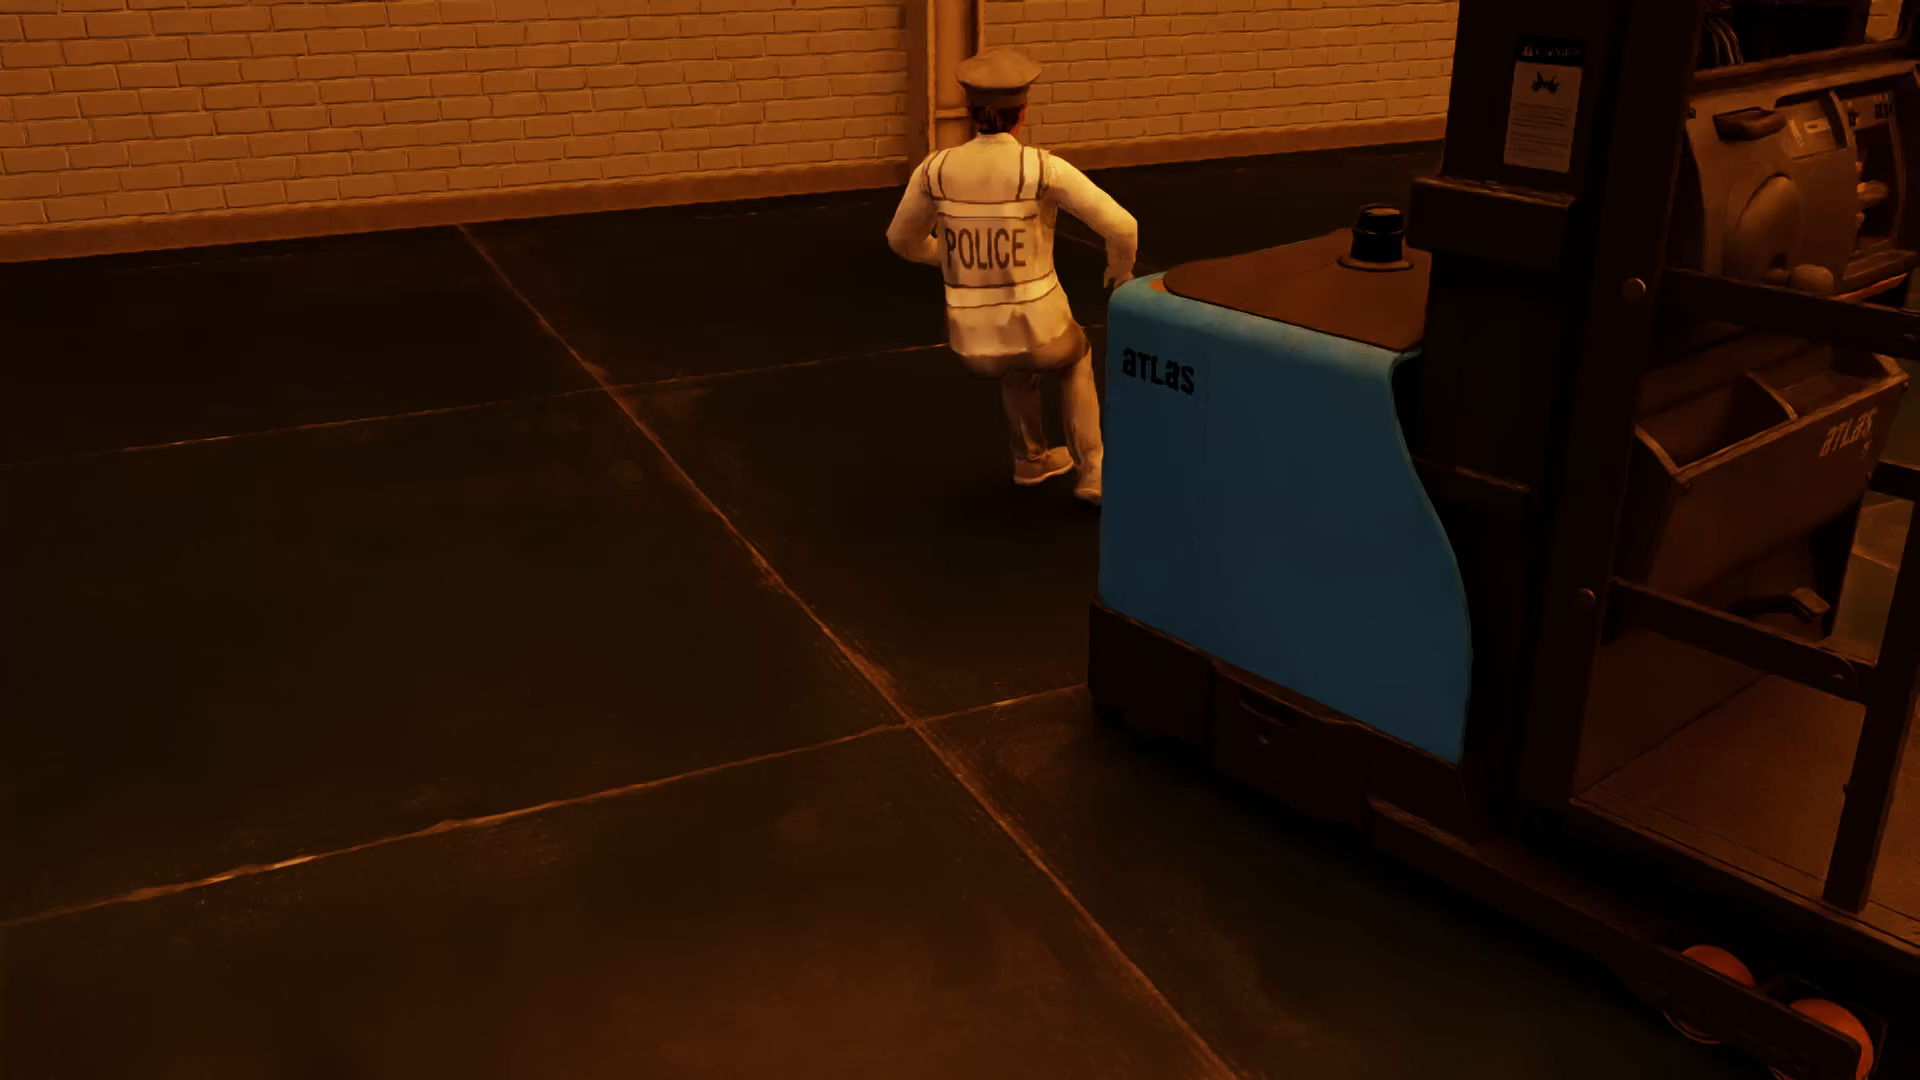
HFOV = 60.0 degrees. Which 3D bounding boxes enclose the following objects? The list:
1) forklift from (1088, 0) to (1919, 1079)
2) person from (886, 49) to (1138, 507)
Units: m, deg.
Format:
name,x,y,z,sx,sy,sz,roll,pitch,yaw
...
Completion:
name,x,y,z,sx,sy,sz,roll,pitch,yaw
forklift,1.652,-0.624,2.788,1.130,2.935,3.031,-18,29,-37
person,0.184,-0.762,5.131,0.766,1.475,0.800,4,23,10
